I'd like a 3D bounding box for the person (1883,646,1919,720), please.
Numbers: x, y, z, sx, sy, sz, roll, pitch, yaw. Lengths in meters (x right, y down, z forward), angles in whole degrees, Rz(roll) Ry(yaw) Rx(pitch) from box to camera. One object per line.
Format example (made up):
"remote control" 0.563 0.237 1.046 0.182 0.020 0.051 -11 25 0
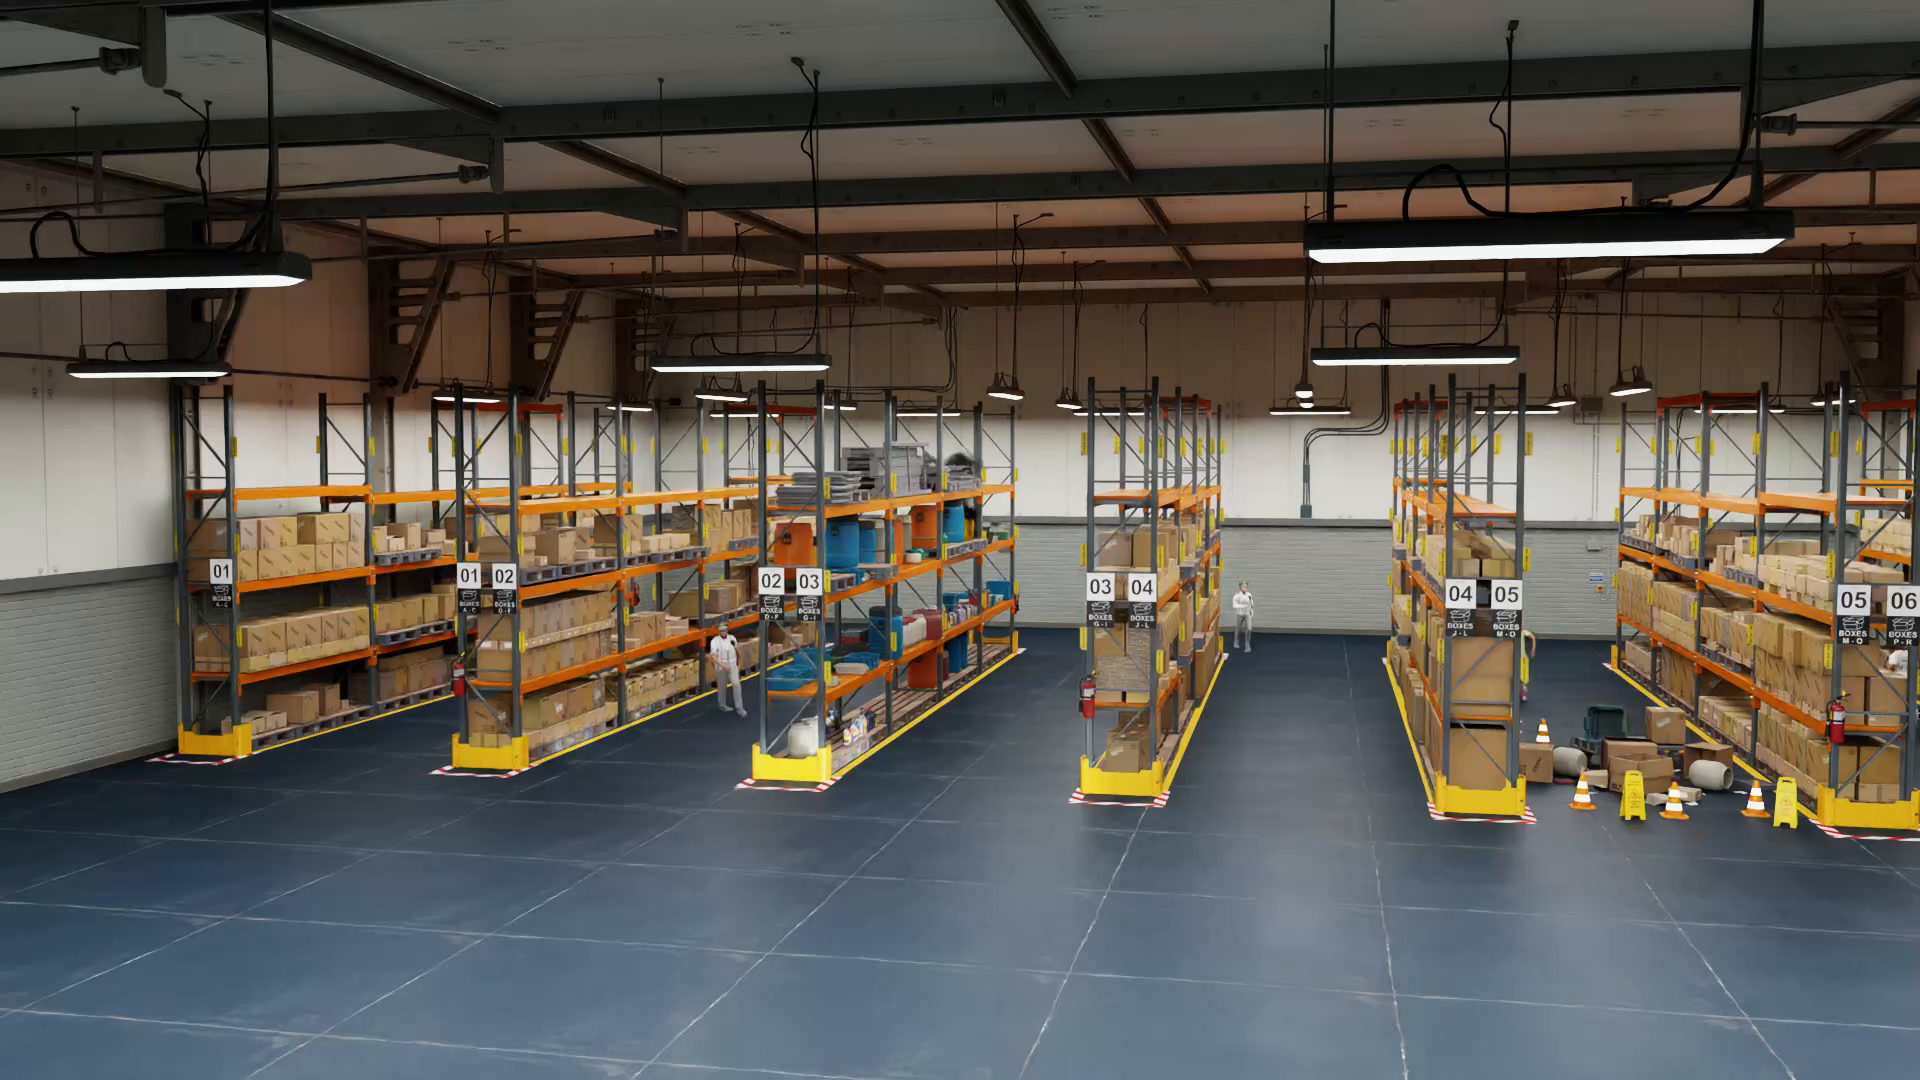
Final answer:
"person" 16.627 2.547 29.429 0.609 1.652 0.716 0 3 -2

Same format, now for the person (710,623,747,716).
"person" -4.333 2.379 30.915 0.628 1.706 0.920 -1 4 -25

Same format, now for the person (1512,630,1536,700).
"person" 11.067 2.363 33.020 0.582 1.594 0.673 0 3 -6

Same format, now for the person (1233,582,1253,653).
"person" 6.930 1.884 40.685 0.593 1.740 0.830 -1 3 -10
